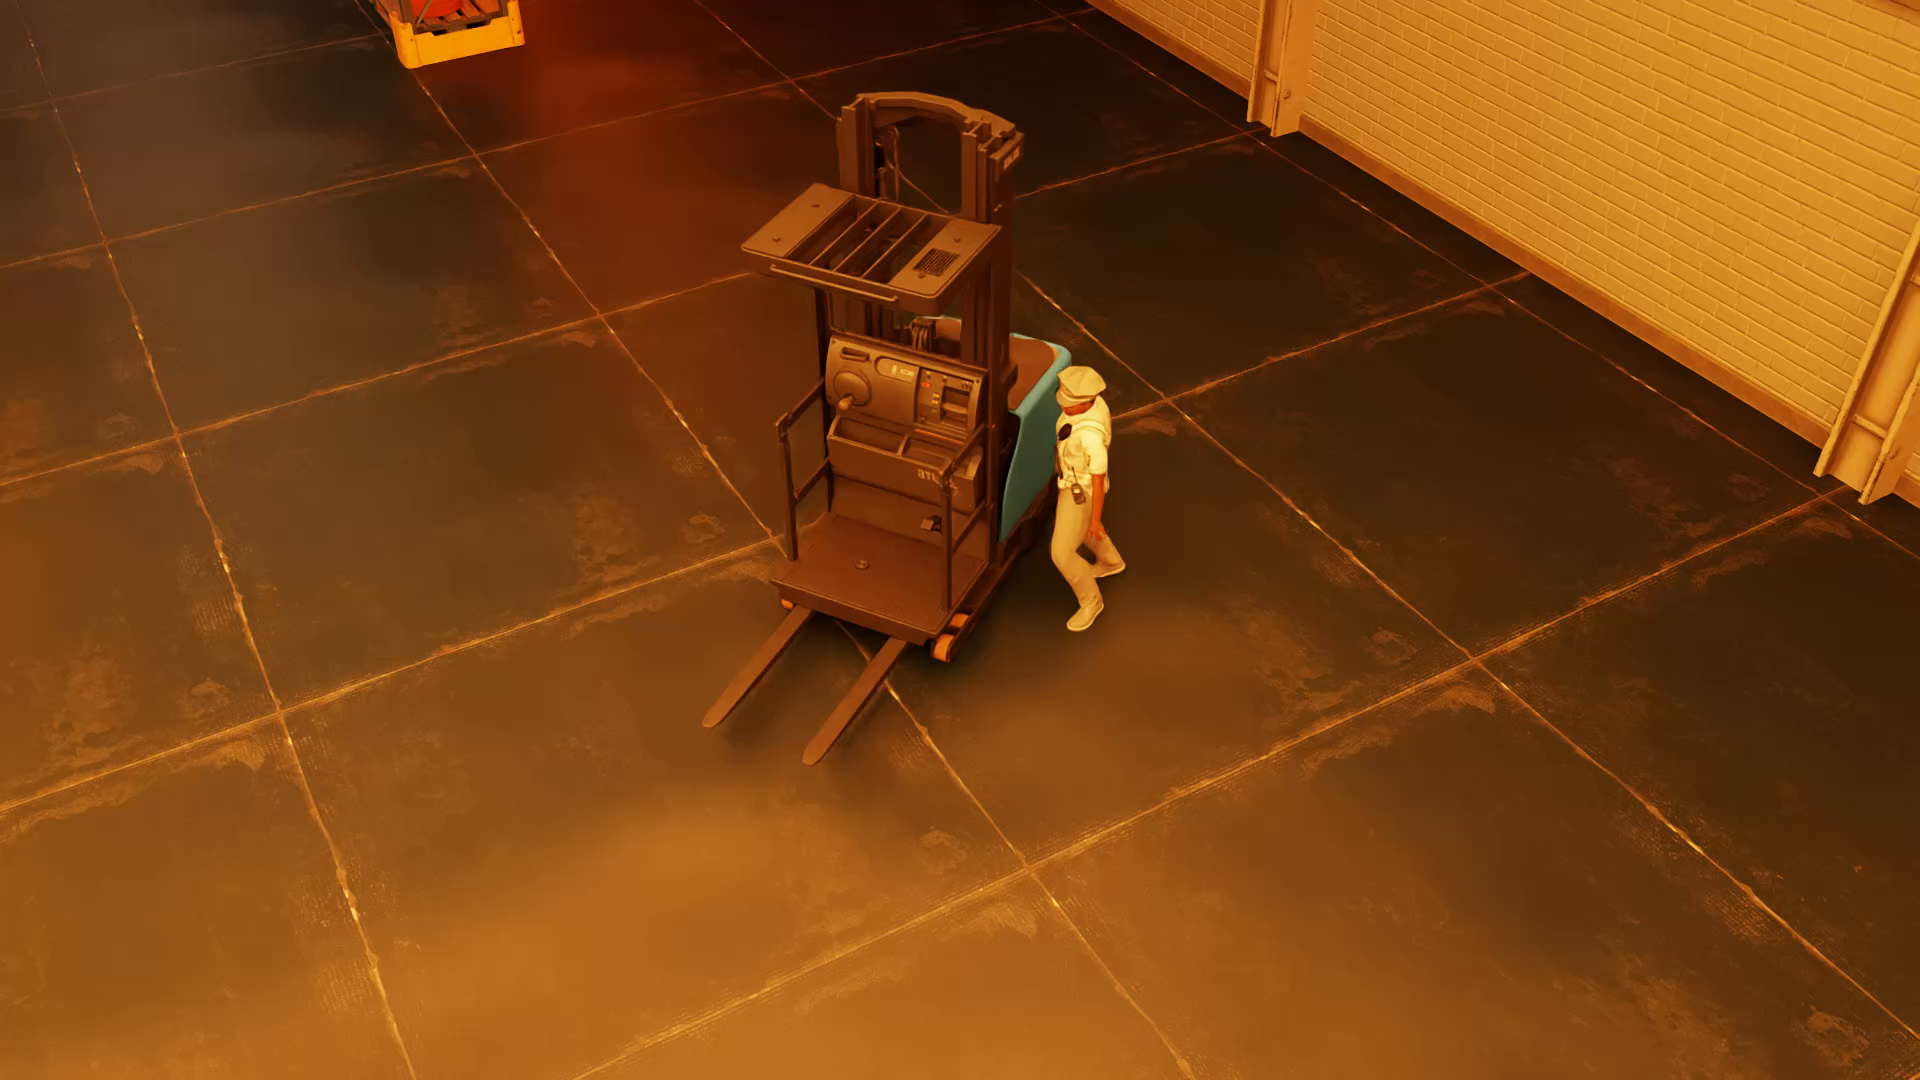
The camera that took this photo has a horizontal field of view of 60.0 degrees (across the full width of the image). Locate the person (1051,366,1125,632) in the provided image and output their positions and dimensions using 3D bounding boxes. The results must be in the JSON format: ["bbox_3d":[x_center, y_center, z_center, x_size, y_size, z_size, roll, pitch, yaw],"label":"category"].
[{"bbox_3d":[0.751,-0.316,9.499,0.455,1.635,0.817,2,40,2],"label":"person"}]

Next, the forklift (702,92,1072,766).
[{"bbox_3d":[-0.404,-0.755,8.946,1.130,2.935,3.031,17,43,20],"label":"forklift"}]
